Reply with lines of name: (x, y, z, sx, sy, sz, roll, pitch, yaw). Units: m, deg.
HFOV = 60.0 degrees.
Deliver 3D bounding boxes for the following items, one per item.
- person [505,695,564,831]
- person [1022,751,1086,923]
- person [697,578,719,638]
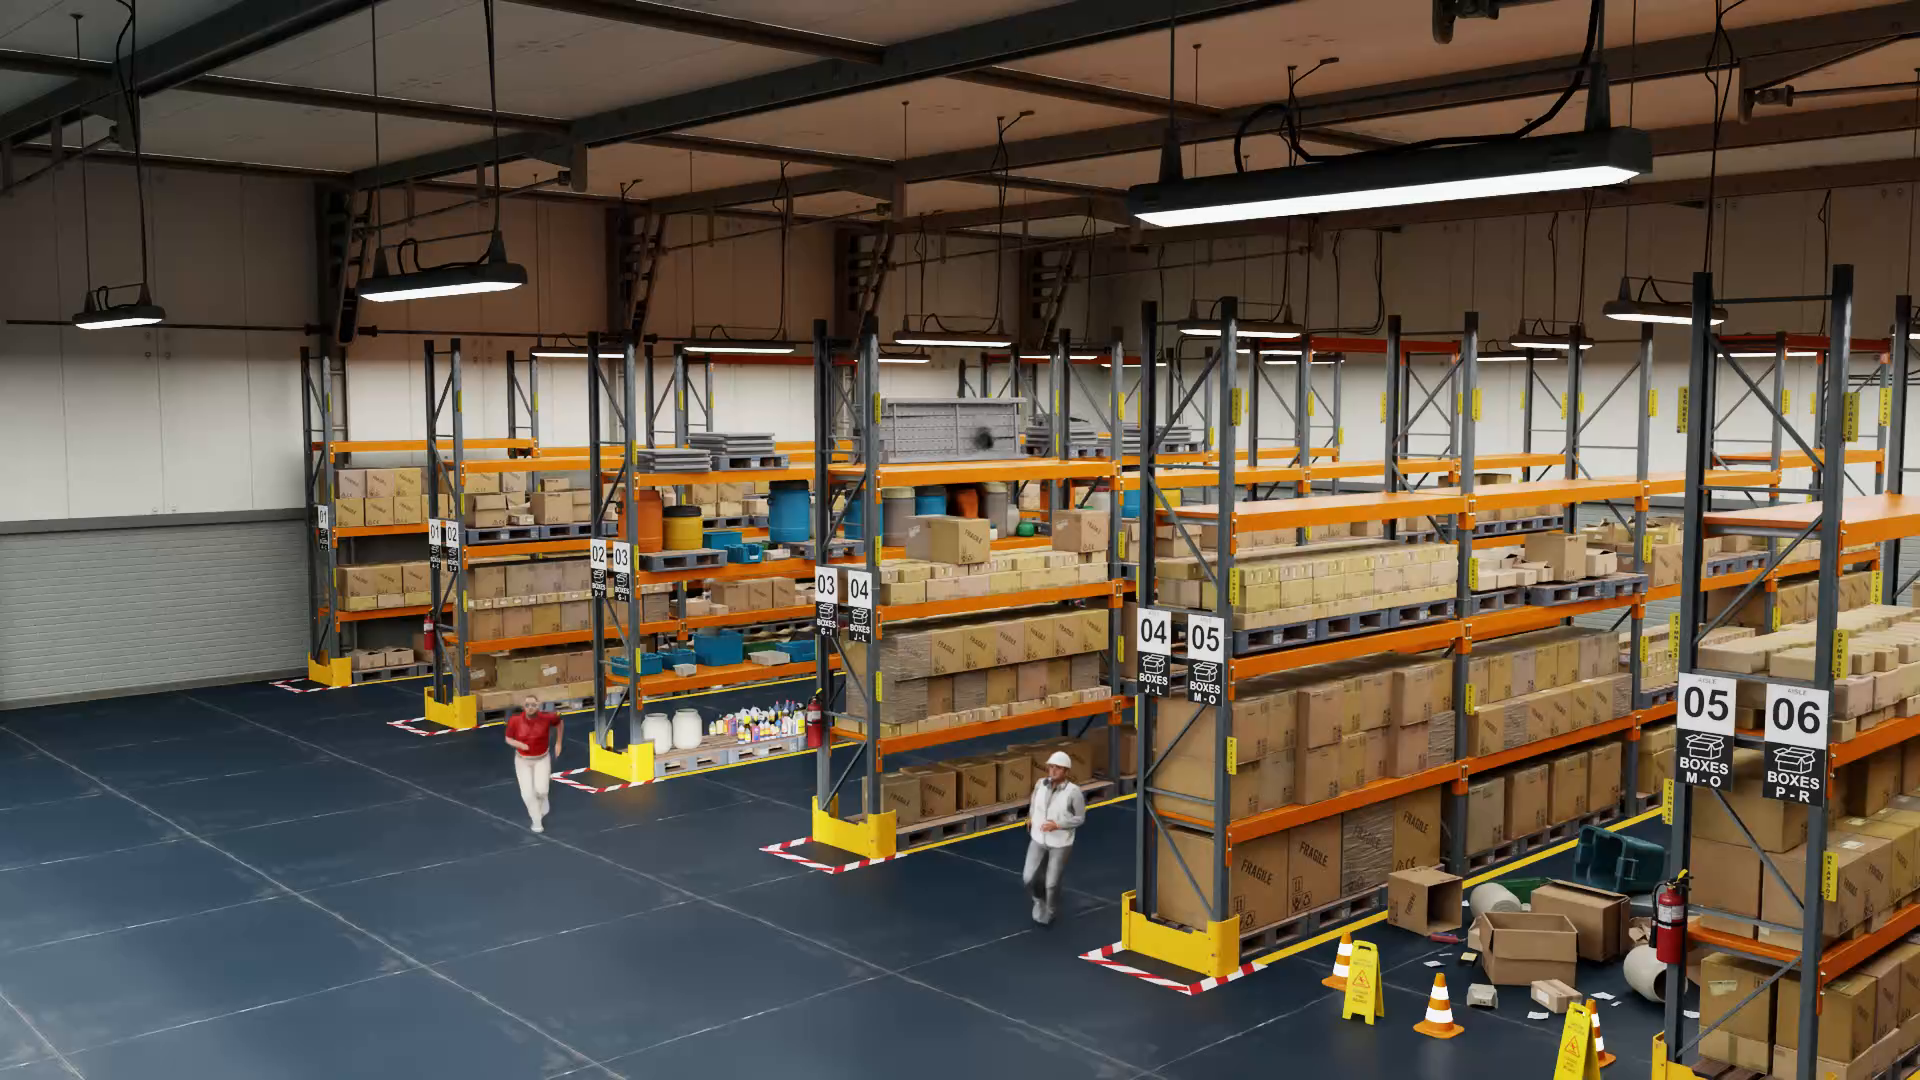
person: (-4.999, 2.623, 19.529, 0.650, 1.657, 0.721, -1, 5, -8)
person: (0.912, 2.889, 16.040, 0.641, 1.733, 0.579, 2, 6, 26)
person: (-4.785, 1.547, 31.851, 0.705, 1.660, 0.613, -5, 7, -43)
